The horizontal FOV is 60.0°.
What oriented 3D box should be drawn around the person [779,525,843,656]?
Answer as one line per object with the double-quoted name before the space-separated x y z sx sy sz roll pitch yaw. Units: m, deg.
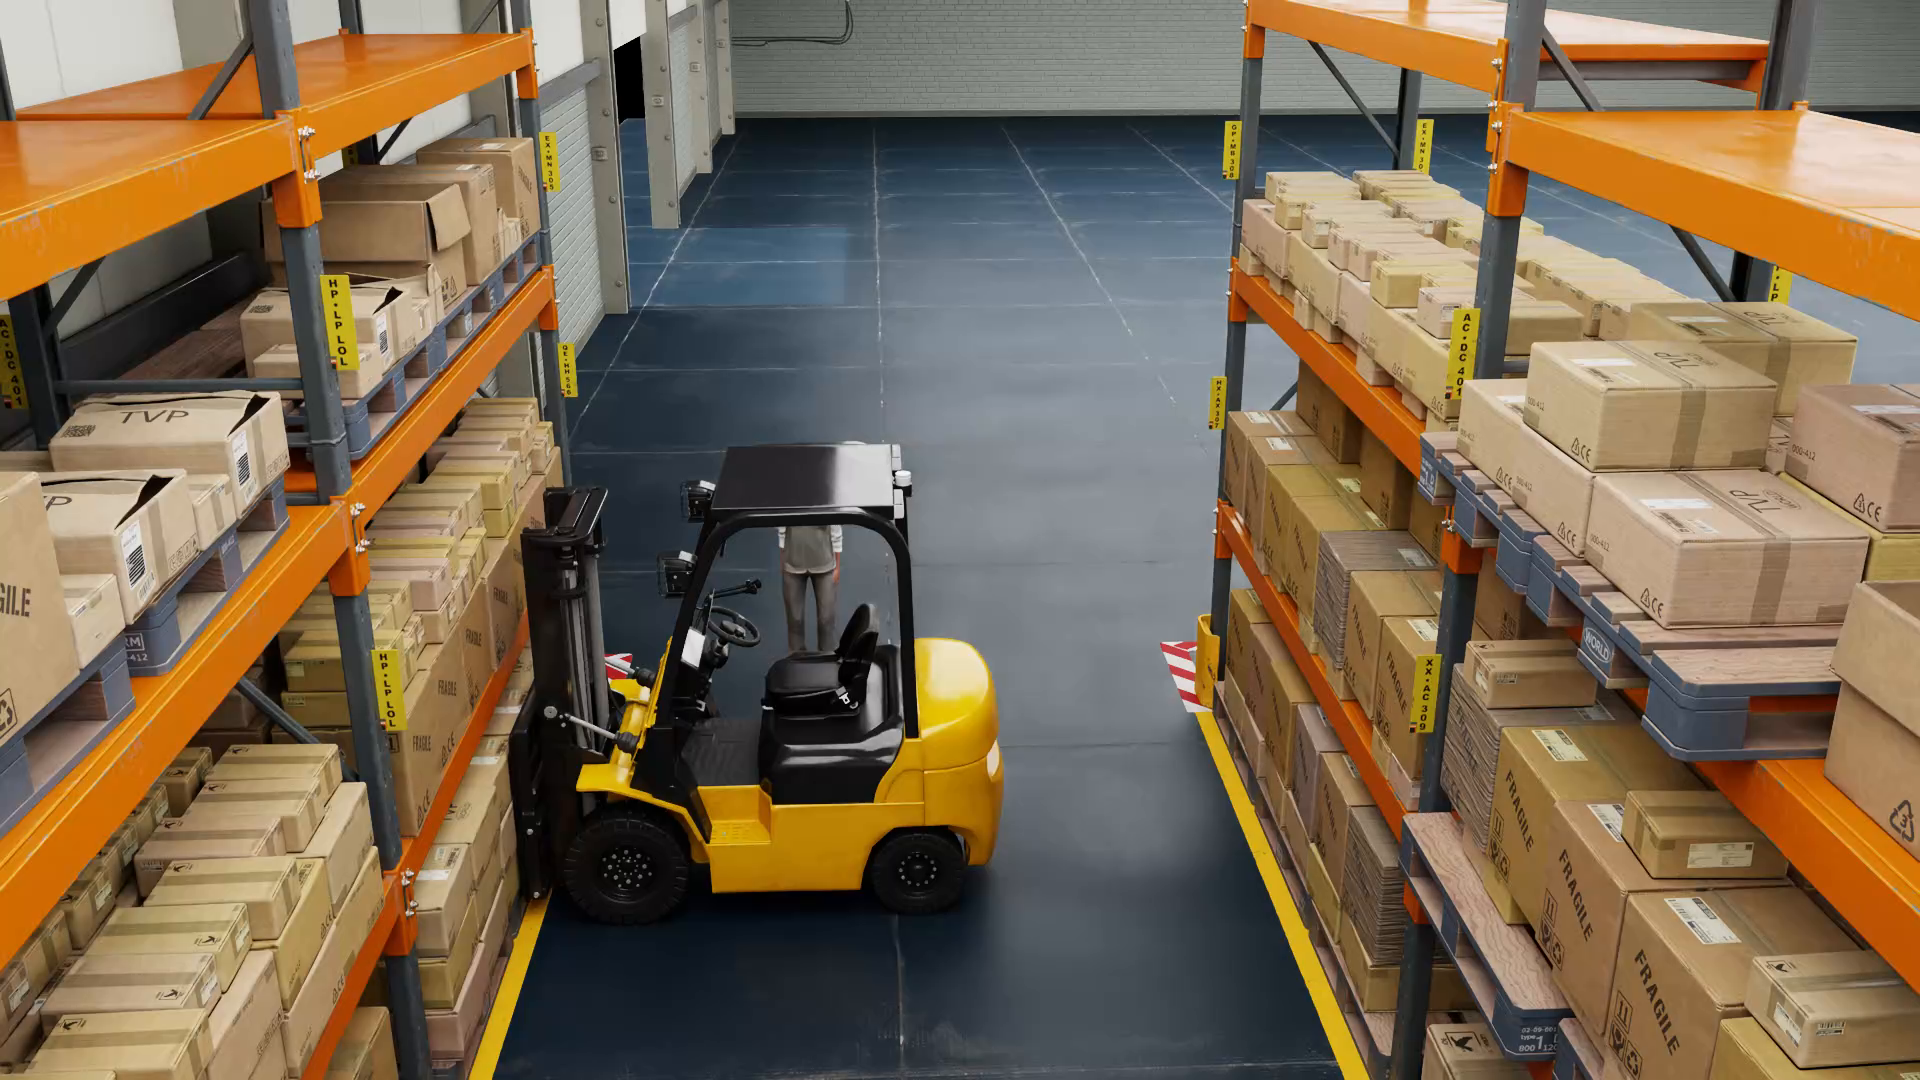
"person" -0.947 0.181 10.624 0.407 1.594 0.308 -1 21 -2
